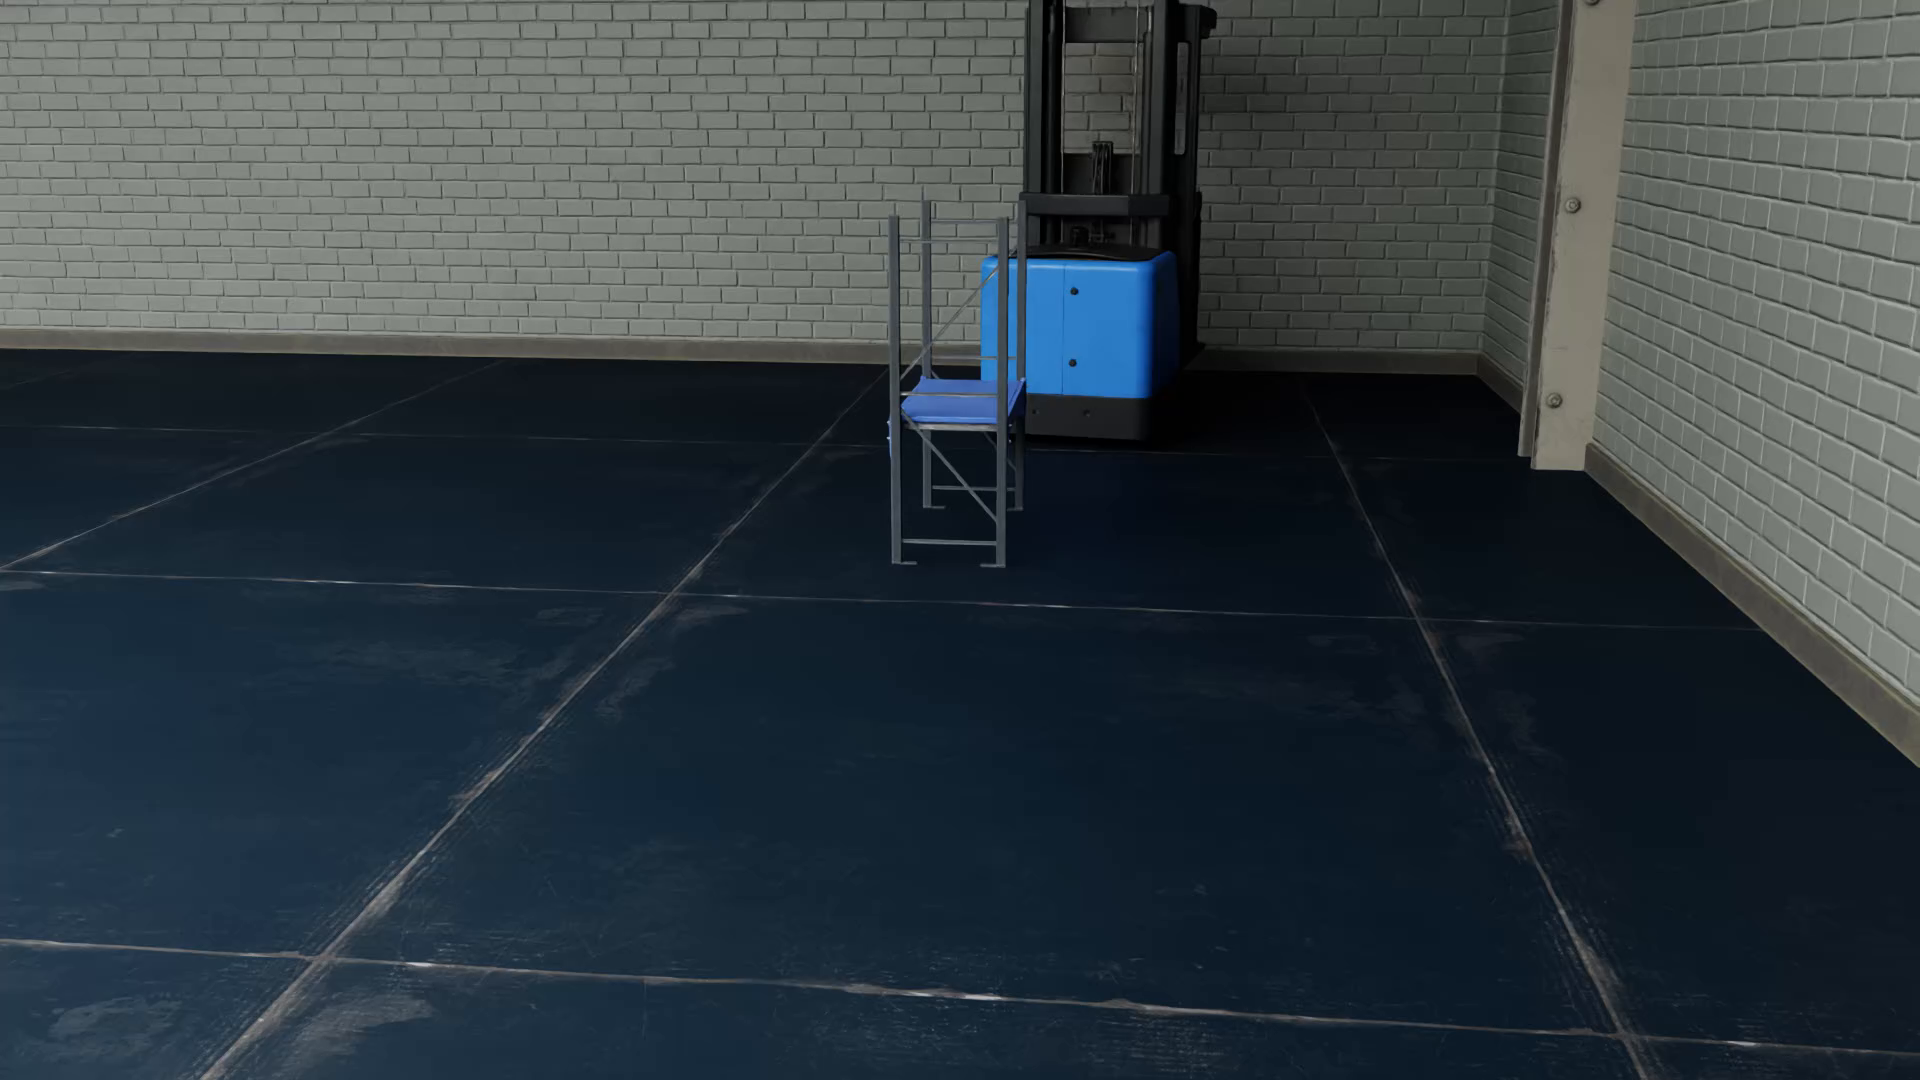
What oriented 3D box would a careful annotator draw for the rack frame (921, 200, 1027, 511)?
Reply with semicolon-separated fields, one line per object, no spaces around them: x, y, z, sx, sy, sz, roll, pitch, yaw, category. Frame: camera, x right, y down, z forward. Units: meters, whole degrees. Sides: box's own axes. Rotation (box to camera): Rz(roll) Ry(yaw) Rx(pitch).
0.067;-0.878;8.036;0.500;1.500;0.032;2;15;6;rack frame

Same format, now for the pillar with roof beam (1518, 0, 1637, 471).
-0.971;-4.905;8.562;9.100;9.000;0.400;2;15;6;pillar with roof beam

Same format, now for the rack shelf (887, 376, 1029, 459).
0.010;-0.572;7.595;0.538;0.185;1.000;2;15;6;rack shelf

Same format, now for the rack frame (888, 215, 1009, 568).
-0.048;-0.614;7.061;0.500;1.500;0.032;2;15;6;rack frame

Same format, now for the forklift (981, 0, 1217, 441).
1.003;-2.326;10.648;1.130;2.935;3.031;4;16;15;forklift

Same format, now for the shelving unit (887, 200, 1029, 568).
0.010;-0.746;7.548;0.538;1.500;1.048;2;15;6;shelving unit
